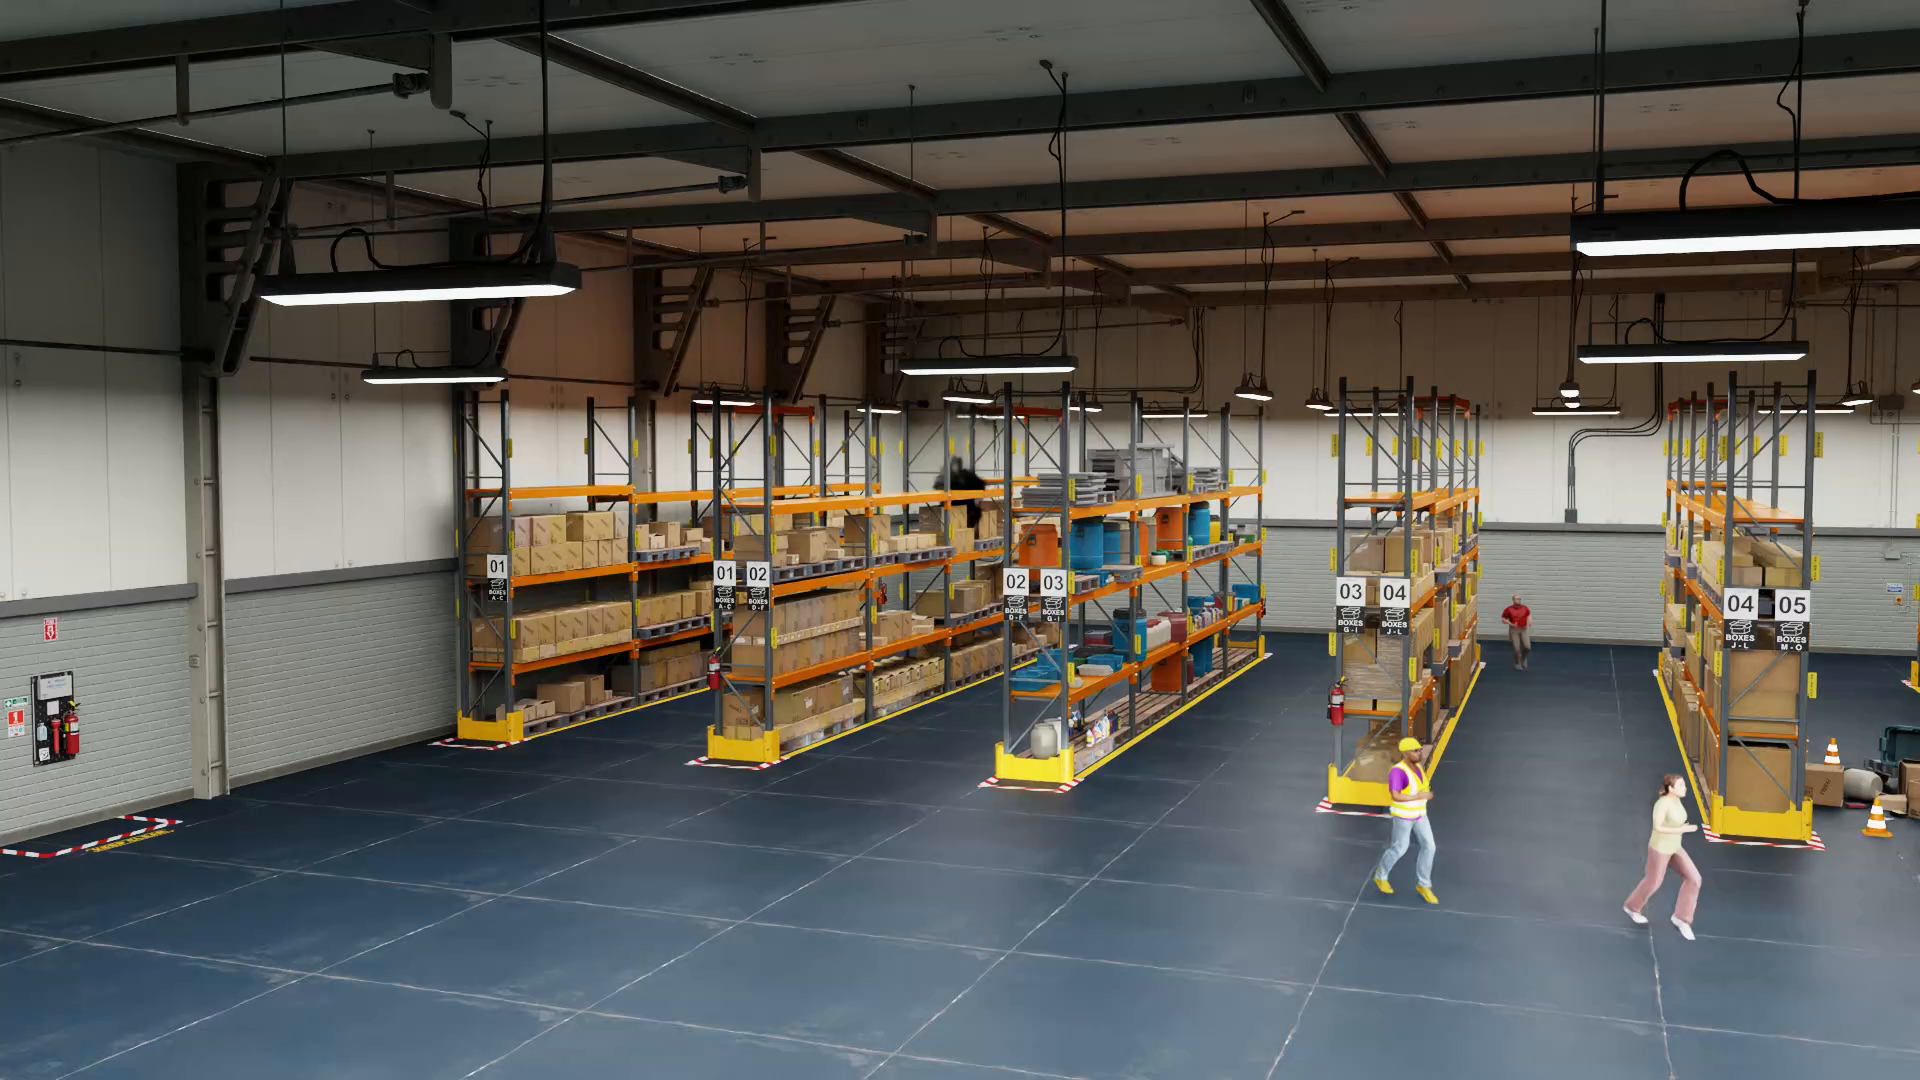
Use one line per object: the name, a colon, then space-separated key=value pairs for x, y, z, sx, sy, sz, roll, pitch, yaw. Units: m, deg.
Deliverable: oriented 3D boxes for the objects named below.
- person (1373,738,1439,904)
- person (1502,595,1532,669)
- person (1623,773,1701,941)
person: x=4.956 y=3.098 z=18.445 sx=0.720 sy=1.834 sz=0.787 roll=-3 pitch=4 yaw=-38
person: x=12.624 y=2.086 z=37.618 sx=0.696 sy=1.684 sz=0.522 roll=0 pitch=3 yaw=1
person: x=7.236 y=3.226 z=17.178 sx=0.599 sy=1.700 sz=0.820 roll=-2 pitch=4 yaw=-38
